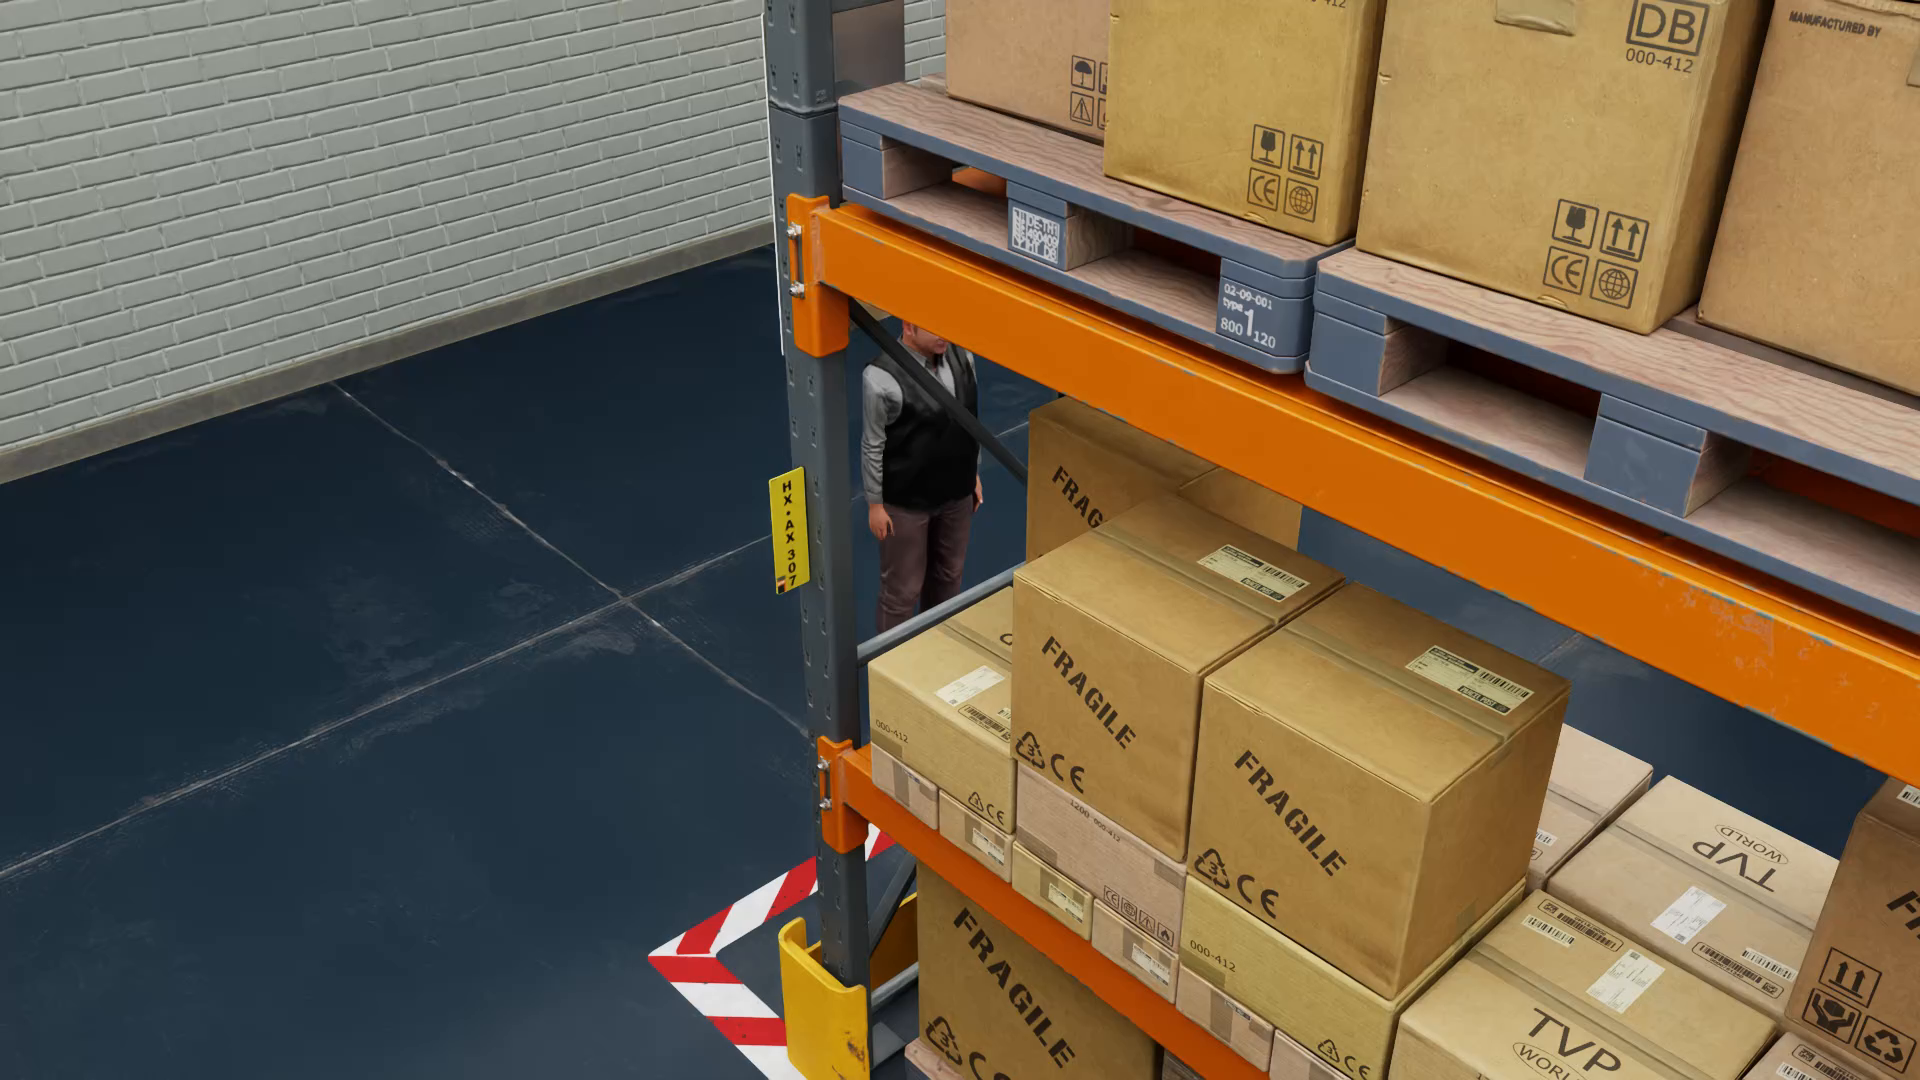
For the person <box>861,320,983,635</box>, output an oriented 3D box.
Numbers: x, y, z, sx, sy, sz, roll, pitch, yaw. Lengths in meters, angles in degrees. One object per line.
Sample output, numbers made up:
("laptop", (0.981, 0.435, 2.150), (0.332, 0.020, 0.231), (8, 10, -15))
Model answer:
("person", (-0.118, -0.175, 6.425), (0.539, 1.720, 0.381), (-24, 39, -34))
